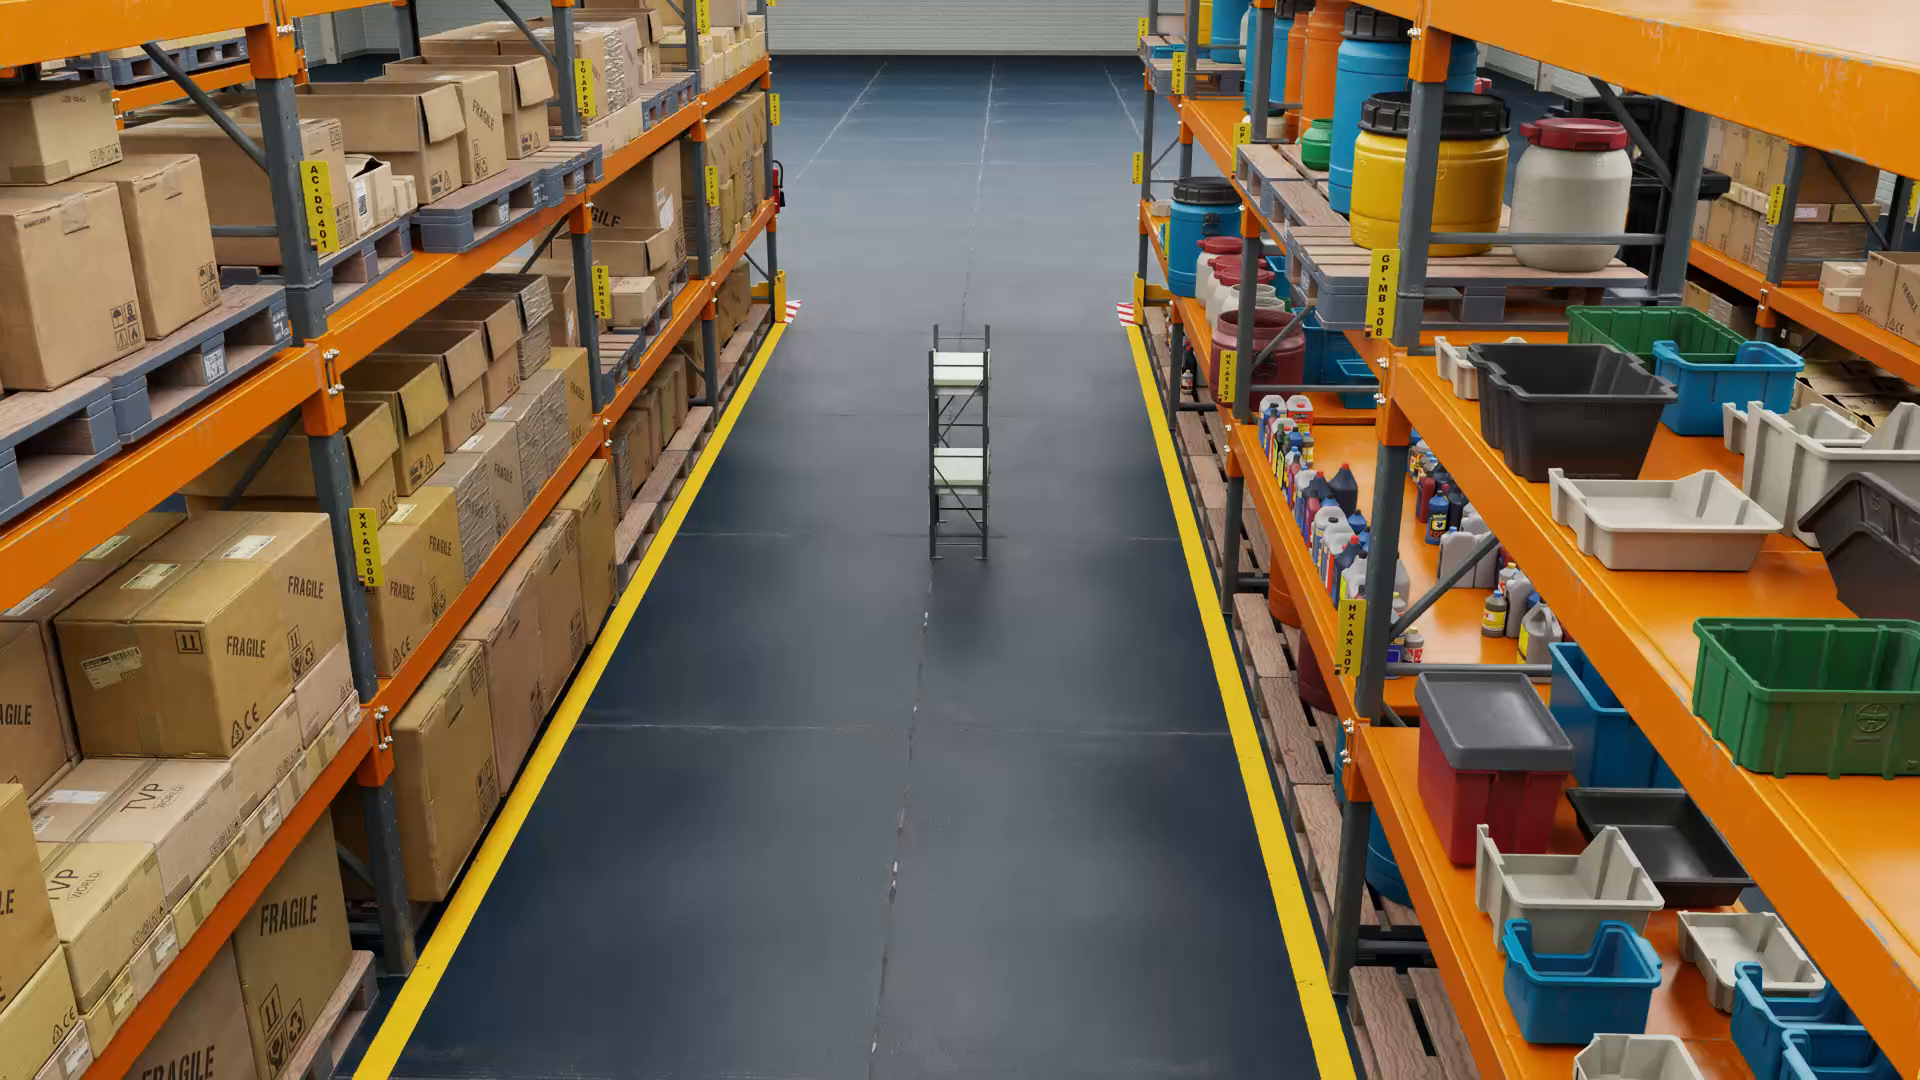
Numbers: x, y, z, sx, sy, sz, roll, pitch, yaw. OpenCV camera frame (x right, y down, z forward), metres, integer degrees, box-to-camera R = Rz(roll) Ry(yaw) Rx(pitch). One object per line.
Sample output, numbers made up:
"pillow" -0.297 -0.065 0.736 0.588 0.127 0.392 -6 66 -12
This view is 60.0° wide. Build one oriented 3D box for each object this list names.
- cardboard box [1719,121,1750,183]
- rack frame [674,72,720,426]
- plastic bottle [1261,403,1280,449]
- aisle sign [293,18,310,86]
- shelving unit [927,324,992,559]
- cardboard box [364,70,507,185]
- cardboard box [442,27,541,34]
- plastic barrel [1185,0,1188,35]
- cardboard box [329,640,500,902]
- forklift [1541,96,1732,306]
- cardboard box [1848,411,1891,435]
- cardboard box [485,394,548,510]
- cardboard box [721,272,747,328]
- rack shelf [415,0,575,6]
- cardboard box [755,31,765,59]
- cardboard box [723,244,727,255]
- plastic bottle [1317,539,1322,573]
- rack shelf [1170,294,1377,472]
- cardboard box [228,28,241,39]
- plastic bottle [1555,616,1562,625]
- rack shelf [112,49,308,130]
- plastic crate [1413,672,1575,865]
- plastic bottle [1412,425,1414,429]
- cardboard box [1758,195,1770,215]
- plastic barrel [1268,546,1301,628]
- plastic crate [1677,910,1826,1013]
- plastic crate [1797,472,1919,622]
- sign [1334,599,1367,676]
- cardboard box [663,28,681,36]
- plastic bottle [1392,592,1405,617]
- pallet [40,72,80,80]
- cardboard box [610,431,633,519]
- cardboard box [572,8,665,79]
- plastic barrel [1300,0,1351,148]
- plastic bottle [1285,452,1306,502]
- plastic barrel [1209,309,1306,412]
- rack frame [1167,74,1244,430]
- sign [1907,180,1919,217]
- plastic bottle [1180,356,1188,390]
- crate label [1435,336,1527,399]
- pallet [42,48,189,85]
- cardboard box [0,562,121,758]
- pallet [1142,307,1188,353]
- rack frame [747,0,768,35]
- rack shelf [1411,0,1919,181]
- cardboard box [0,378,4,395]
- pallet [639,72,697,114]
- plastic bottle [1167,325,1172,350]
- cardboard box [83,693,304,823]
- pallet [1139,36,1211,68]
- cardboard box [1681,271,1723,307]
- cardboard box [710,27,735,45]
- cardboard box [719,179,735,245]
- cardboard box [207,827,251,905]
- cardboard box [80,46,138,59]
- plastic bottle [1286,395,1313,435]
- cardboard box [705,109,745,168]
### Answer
"cardboard box" 7.309 -3.493 14.954 0.700 0.500 0.500 1 21 2
"rack frame" -2.630 -2.428 14.140 1.000 3.000 0.127 1 21 2
"plastic bottle" 1.832 -0.673 9.794 0.097 0.271 0.097 0 21 0
"aisle sign" -7.161 -5.200 17.689 0.394 0.787 0.004 1 21 2
"shelving unit" 0.000 -0.702 11.764 0.431 1.500 0.755 1 21 2
"cardboard box" -2.636 -2.088 8.398 0.500 0.500 0.500 2 21 5
"cardboard box" -2.982 -3.021 10.691 0.500 0.500 0.500 1 21 1
"plastic barrel" 2.555 -5.437 16.574 0.600 0.830 0.708 1 21 2
"cardboard box" -2.874 1.028 7.590 1.225 0.875 0.875 1 21 2
"forklift" 4.913 -1.763 12.520 1.130 2.935 3.031 0 21 0
"cardboard box" 6.965 -0.790 12.365 0.500 0.311 0.500 1 21 3
"cardboard box" -2.552 -0.479 8.979 0.500 0.500 0.500 0 21 0
"cardboard box" -2.528 -2.463 17.104 0.500 0.500 0.500 6 22 16
"rack shelf" -2.691 -3.980 11.393 1.077 0.370 4.000 1 21 2
"cardboard box" -2.269 -5.026 16.895 0.500 0.250 0.500 1 21 3
"cardboard box" -2.324 -2.657 15.077 0.380 0.149 0.250 1 21 2
"plastic bottle" 1.773 0.060 8.001 0.097 0.201 0.097 0 21 0
"rack shelf" 2.260 -1.315 12.266 1.077 0.370 4.000 1 21 2
"cardboard box" -7.173 -4.906 16.007 0.380 0.149 0.250 1 21 2
"plastic bottle" 2.519 0.397 7.020 0.061 0.283 0.133 1 21 2
"rack shelf" -7.524 -4.305 15.826 1.077 0.370 4.000 1 21 2
"plastic crate" 1.800 0.781 5.697 0.402 0.464 0.583 1 21 2
"plastic bottle" 2.606 -0.638 9.689 0.061 0.283 0.133 1 21 2
"cardboard box" 7.076 -2.857 14.210 0.380 0.149 0.250 0 21 0
"plastic barrel" 2.201 0.066 10.132 0.600 0.830 0.708 1 21 2
"plastic crate" 2.325 1.247 4.950 0.293 0.136 0.466 1 21 2
"plastic crate" 2.277 0.046 3.702 0.504 0.338 0.767 1 21 2
"sign" 1.528 0.383 6.512 0.100 0.325 0.005 1 21 2
"cardboard box" -2.777 -4.636 15.340 0.380 0.149 0.250 0 21 0
"plastic bottle" 1.903 0.328 7.311 0.097 0.201 0.097 0 21 0
"pallet" -7.563 -3.496 13.011 0.805 0.209 1.217 0 21 -1
"cardboard box" -2.747 -0.465 11.927 0.700 0.500 0.500 -1 21 -3
"cardboard box" -2.743 -3.901 13.067 0.797 0.503 0.637 0 21 -1
"plastic barrel" 2.179 -2.516 9.047 0.600 0.830 0.708 1 21 2
"plastic bottle" 1.804 -0.339 8.933 0.097 0.271 0.097 0 21 0
"plastic barrel" 1.911 -1.162 10.688 0.600 0.536 0.708 1 21 2
"rack frame" 2.321 -2.373 13.999 1.000 3.000 0.127 1 21 2
"sign" 7.815 -2.818 13.654 0.100 0.325 0.005 1 21 2
"plastic bottle" 2.006 -1.490 14.869 0.061 0.283 0.133 2 21 4
"crate label" 1.774 -0.583 5.602 0.293 0.136 0.466 1 21 2
"pallet" -7.549 -4.172 14.610 1.003 0.211 1.213 1 21 2
"cardboard box" -3.166 0.395 5.625 0.500 0.500 0.500 1 21 2
"pallet" 2.457 -2.198 17.402 1.003 0.211 1.213 1 21 2
"rack frame" -2.508 -6.671 16.782 1.000 3.000 0.127 1 21 2
"rack shelf" 2.017 -1.033 3.798 1.077 0.370 4.000 1 21 2
"cardboard box" -3.015 -0.557 4.315 0.700 0.500 0.500 2 21 4
"pallet" -2.755 -3.517 13.059 1.213 0.211 1.003 1 21 2
"plastic bottle" 2.065 -1.977 16.141 0.097 0.271 0.097 0 21 0
"cardboard box" -2.638 0.745 5.757 0.500 0.250 0.500 1 21 3
"pallet" 2.320 -4.832 16.450 1.003 0.211 1.213 1 21 2
"cardboard box" 7.107 -2.294 15.977 0.500 0.500 0.500 1 21 2
"cardboard box" -2.306 -4.716 15.546 0.380 0.149 0.250 0 21 -1
"cardboard box" -2.504 -2.956 14.950 0.875 0.500 0.500 1 21 2
"cardboard box" -2.586 1.068 5.478 0.380 0.149 0.250 1 21 3
"cardboard box" -7.233 -4.171 14.113 0.380 0.149 0.250 0 21 1
"plastic bottle" 2.015 -0.715 9.896 0.152 0.276 0.135 1 21 2
"cardboard box" -2.328 -3.782 15.697 0.500 0.500 0.500 1 21 2
